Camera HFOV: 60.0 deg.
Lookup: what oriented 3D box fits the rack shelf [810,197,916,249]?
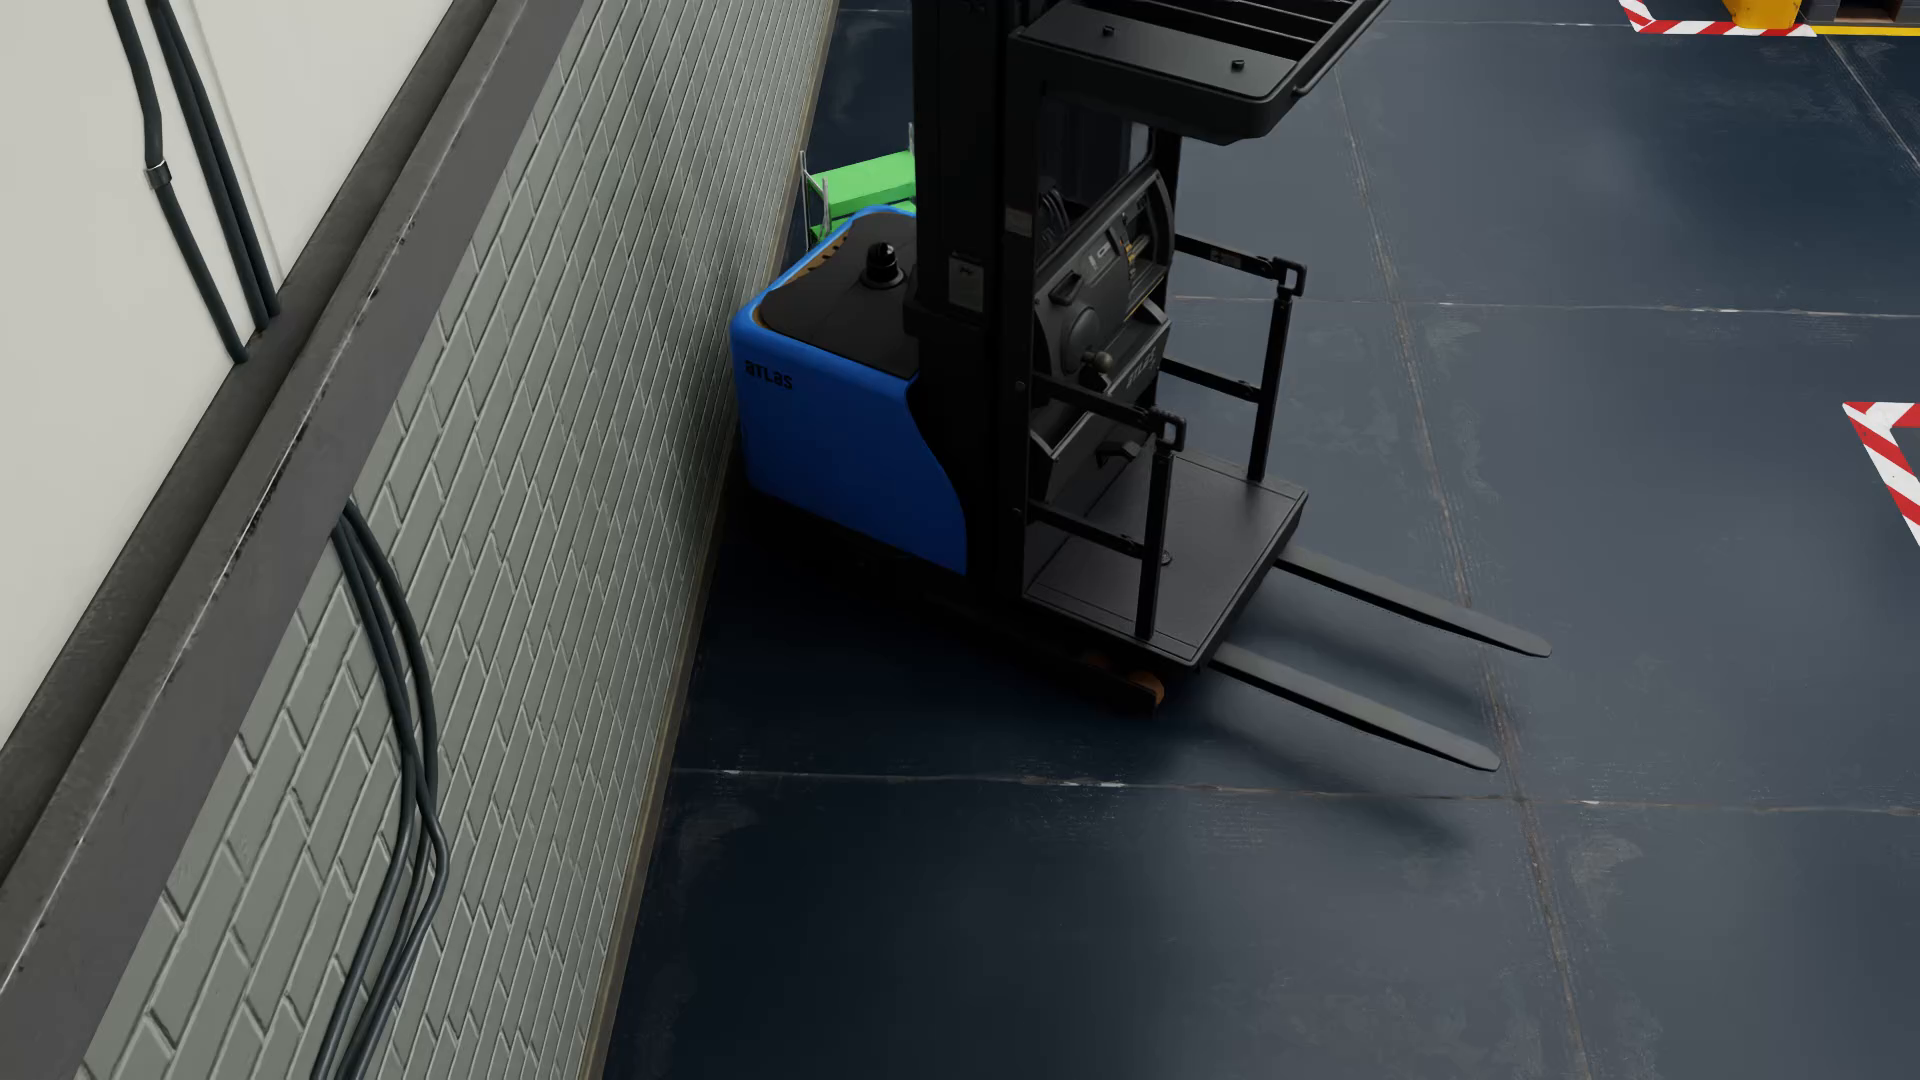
[{"bbox_3d":[-0.364,-1.253,6.956,0.480,0.148,0.258,-20,46,-20],"label":"rack shelf"}]

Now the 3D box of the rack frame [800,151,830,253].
[{"bbox_3d":[-0.581,-1.047,6.994,0.015,1.200,0.240,-20,46,-20],"label":"rack frame"}]

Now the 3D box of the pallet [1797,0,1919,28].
[{"bbox_3d":[5.758,-3.525,10.379,1.213,0.211,1.003,2,43,2],"label":"pallet"}]

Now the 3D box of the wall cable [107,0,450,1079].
[{"bbox_3d":[-1.144,0.673,1.703,0.112,2.526,3.097,2,43,2],"label":"wall cable"}]

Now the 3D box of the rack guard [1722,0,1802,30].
[{"bbox_3d":[4.912,-3.674,10.327,0.348,0.500,1.175,2,43,2],"label":"rack guard"}]

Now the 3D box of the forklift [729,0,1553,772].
[{"bbox_3d":[0.671,-0.853,5.516,3.031,2.935,1.130,22,47,22],"label":"forklift"}]

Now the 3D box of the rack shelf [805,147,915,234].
[{"bbox_3d":[-0.364,-1.429,6.793,0.480,0.148,0.258,-20,46,-20],"label":"rack shelf"}]

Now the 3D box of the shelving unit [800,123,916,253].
[{"bbox_3d":[-0.364,-1.124,7.076,0.503,1.200,0.258,-20,46,-20],"label":"shelving unit"}]

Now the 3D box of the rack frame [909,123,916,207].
[{"bbox_3d":[-0.148,-1.201,7.159,0.015,1.200,0.240,-20,46,-20],"label":"rack frame"}]
